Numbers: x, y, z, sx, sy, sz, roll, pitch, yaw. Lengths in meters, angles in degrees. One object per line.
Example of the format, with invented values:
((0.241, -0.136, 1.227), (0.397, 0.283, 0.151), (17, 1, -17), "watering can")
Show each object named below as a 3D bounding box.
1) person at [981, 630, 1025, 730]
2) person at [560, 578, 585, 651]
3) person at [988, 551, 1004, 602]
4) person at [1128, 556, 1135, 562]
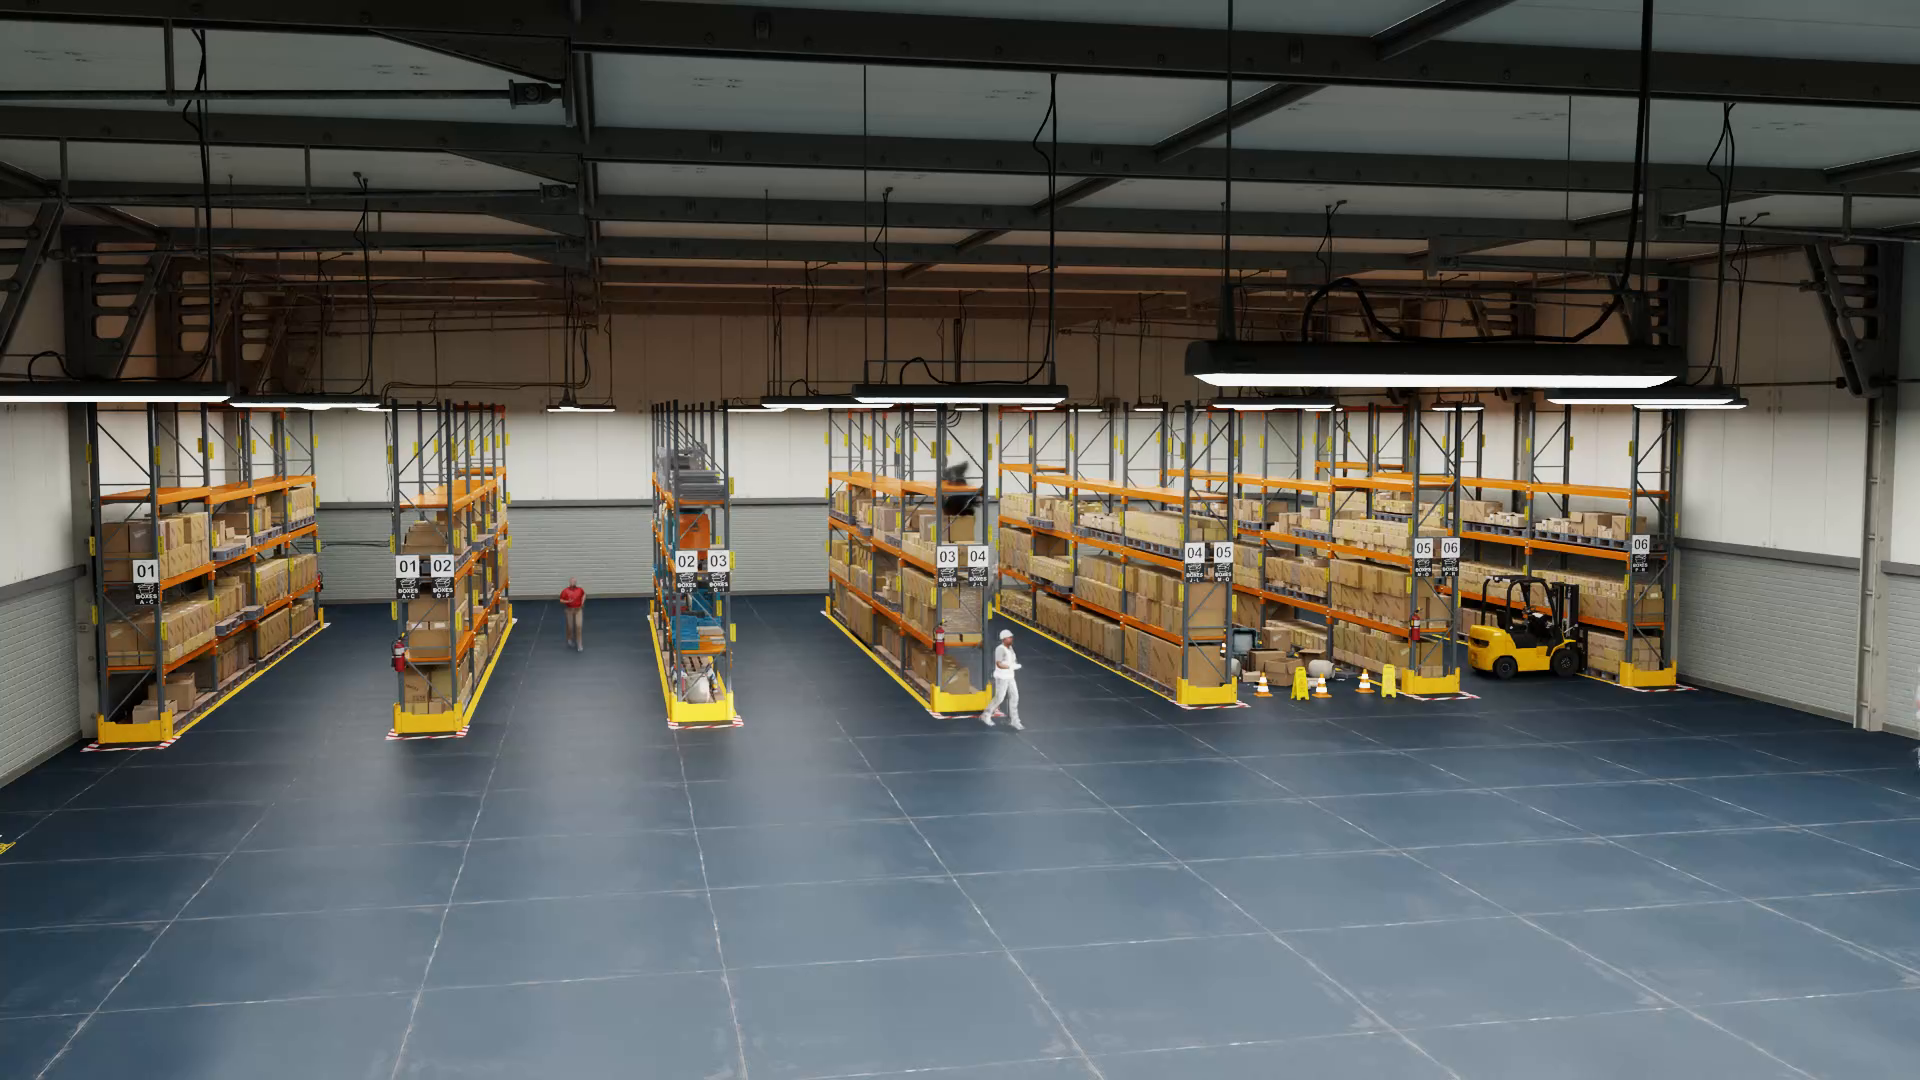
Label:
((0.791, 2.549, 30.310), (0.827, 1.839, 0.703), (2, 5, 24), "person")
((-9.430, 1.791, 40.550), (0.657, 1.756, 0.922), (-2, 5, -22), "person")
((1.033, 1.145, 50.023), (0.673, 1.672, 0.731), (0, 4, 6), "person")
((5.141, 1.061, 50.819), (0.531, 1.679, 0.688), (-1, 4, -10), "person")
